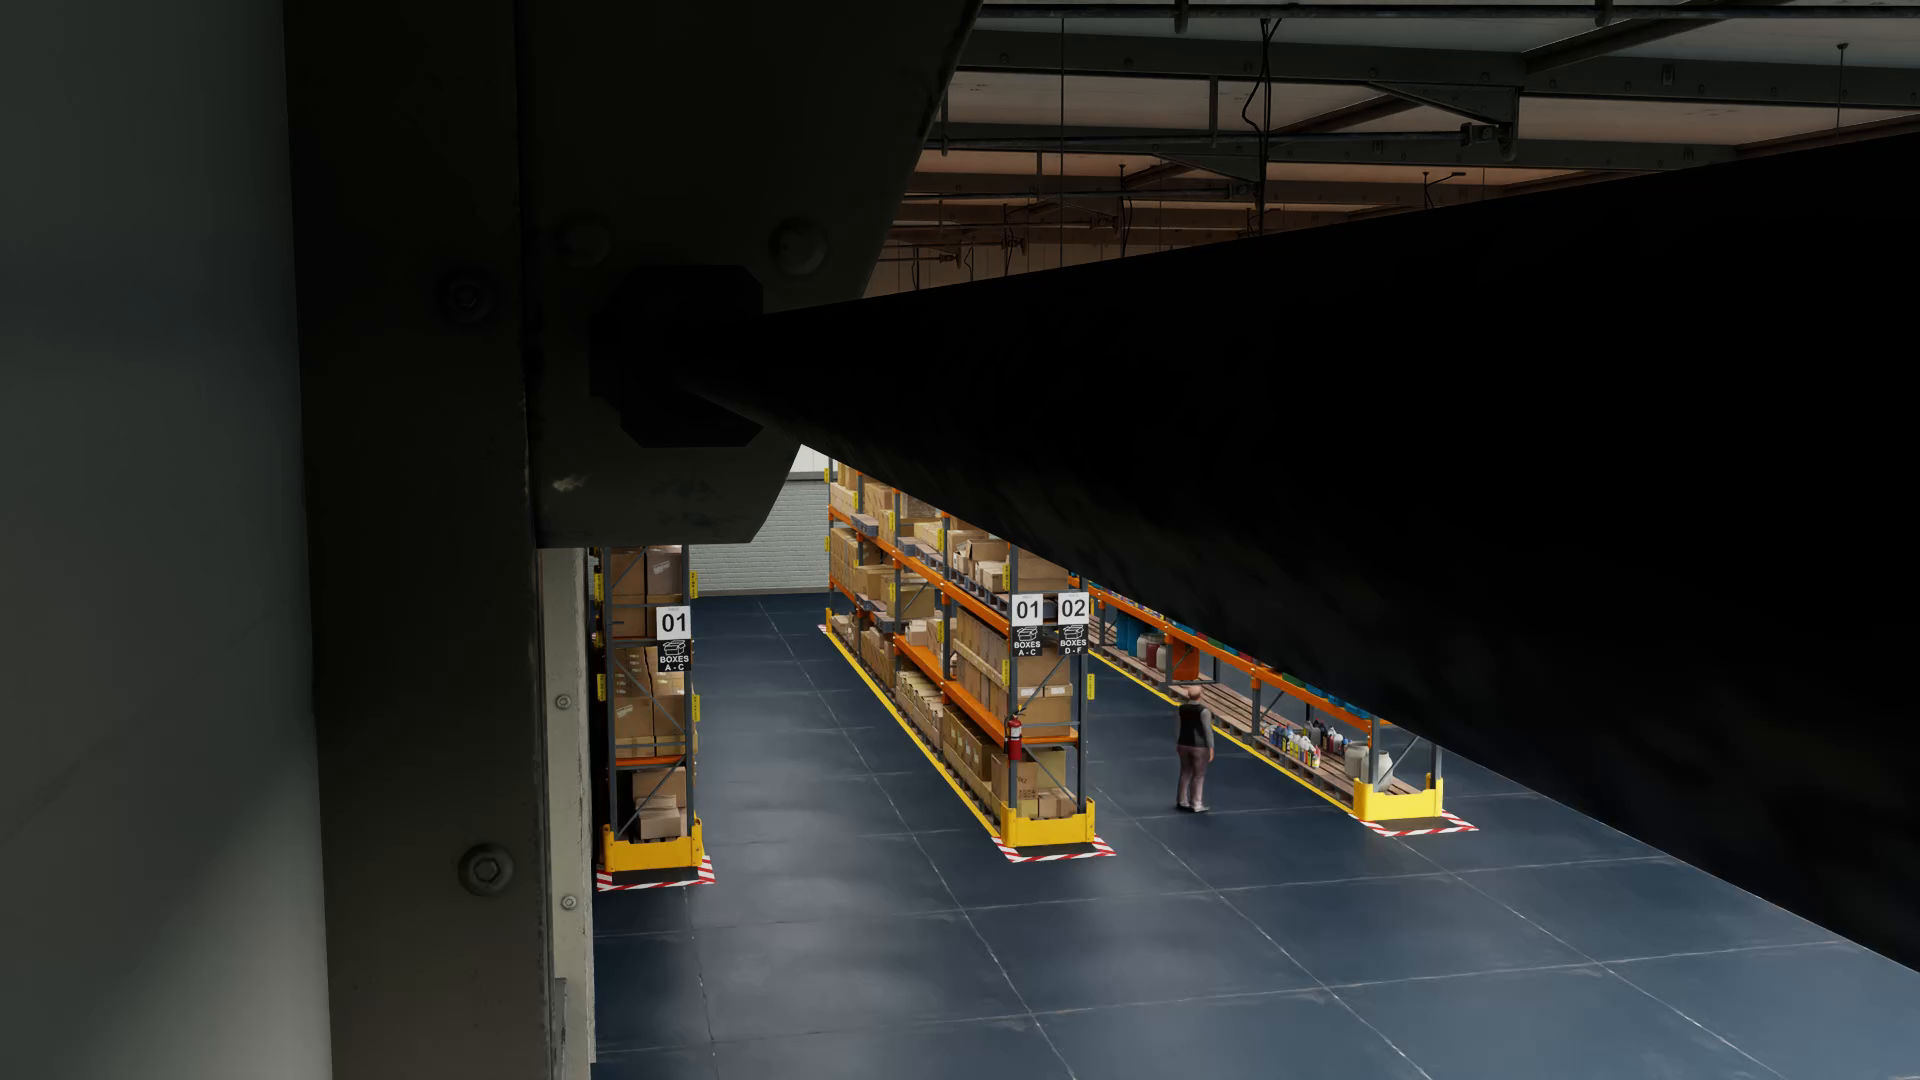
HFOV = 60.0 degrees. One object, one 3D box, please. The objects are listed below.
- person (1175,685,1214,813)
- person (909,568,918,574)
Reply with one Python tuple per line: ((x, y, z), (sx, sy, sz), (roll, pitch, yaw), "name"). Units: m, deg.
((3.194, 2.835, 22.503), (0.601, 1.764, 0.407), (6, 9, 42), "person")
((-1.193, 0.922, 38.151), (0.629, 1.728, 1.047), (-2, 7, -15), "person")
